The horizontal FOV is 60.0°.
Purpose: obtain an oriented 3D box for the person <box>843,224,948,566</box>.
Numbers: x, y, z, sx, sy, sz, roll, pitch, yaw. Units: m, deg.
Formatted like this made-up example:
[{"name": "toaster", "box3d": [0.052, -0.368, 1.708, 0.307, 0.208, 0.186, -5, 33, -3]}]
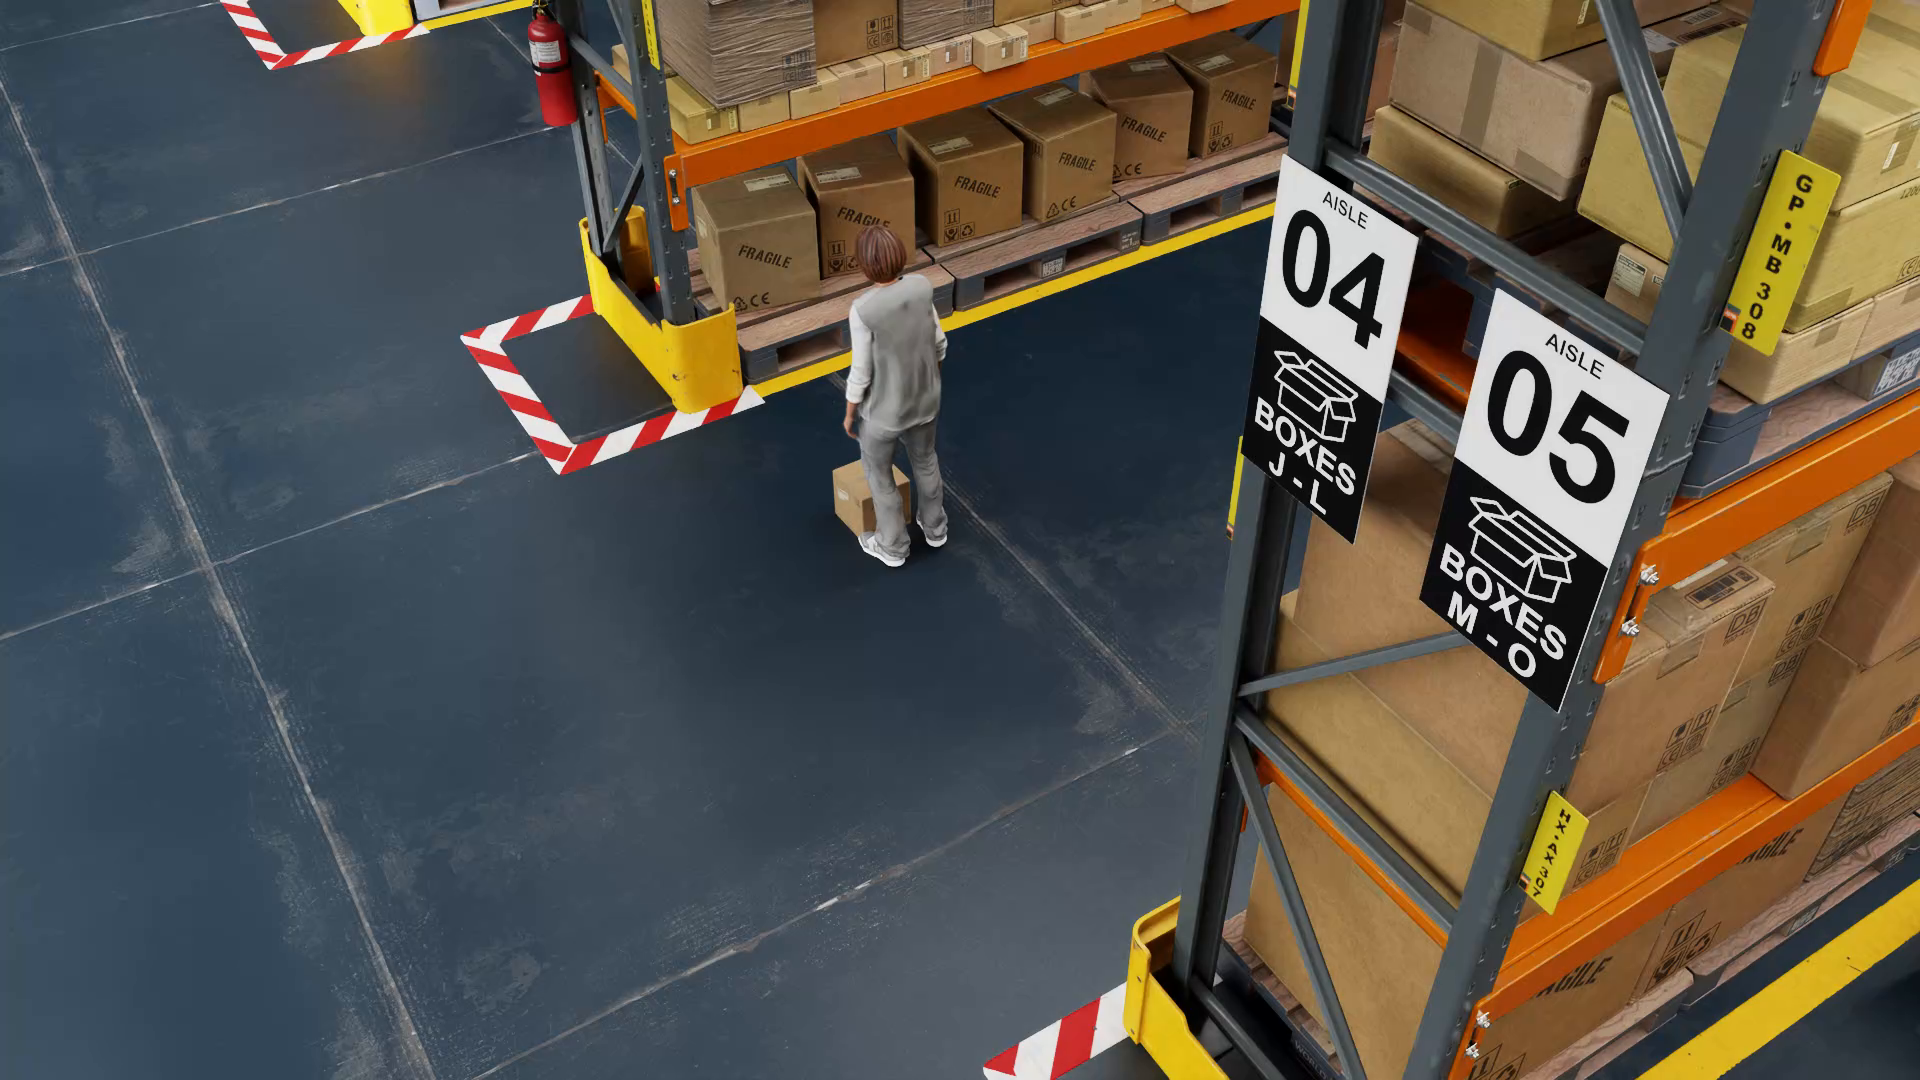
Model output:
[{"name": "person", "box3d": [-0.256, -0.562, 6.805, 0.485, 1.594, 0.341, -25, 47, -26]}]
